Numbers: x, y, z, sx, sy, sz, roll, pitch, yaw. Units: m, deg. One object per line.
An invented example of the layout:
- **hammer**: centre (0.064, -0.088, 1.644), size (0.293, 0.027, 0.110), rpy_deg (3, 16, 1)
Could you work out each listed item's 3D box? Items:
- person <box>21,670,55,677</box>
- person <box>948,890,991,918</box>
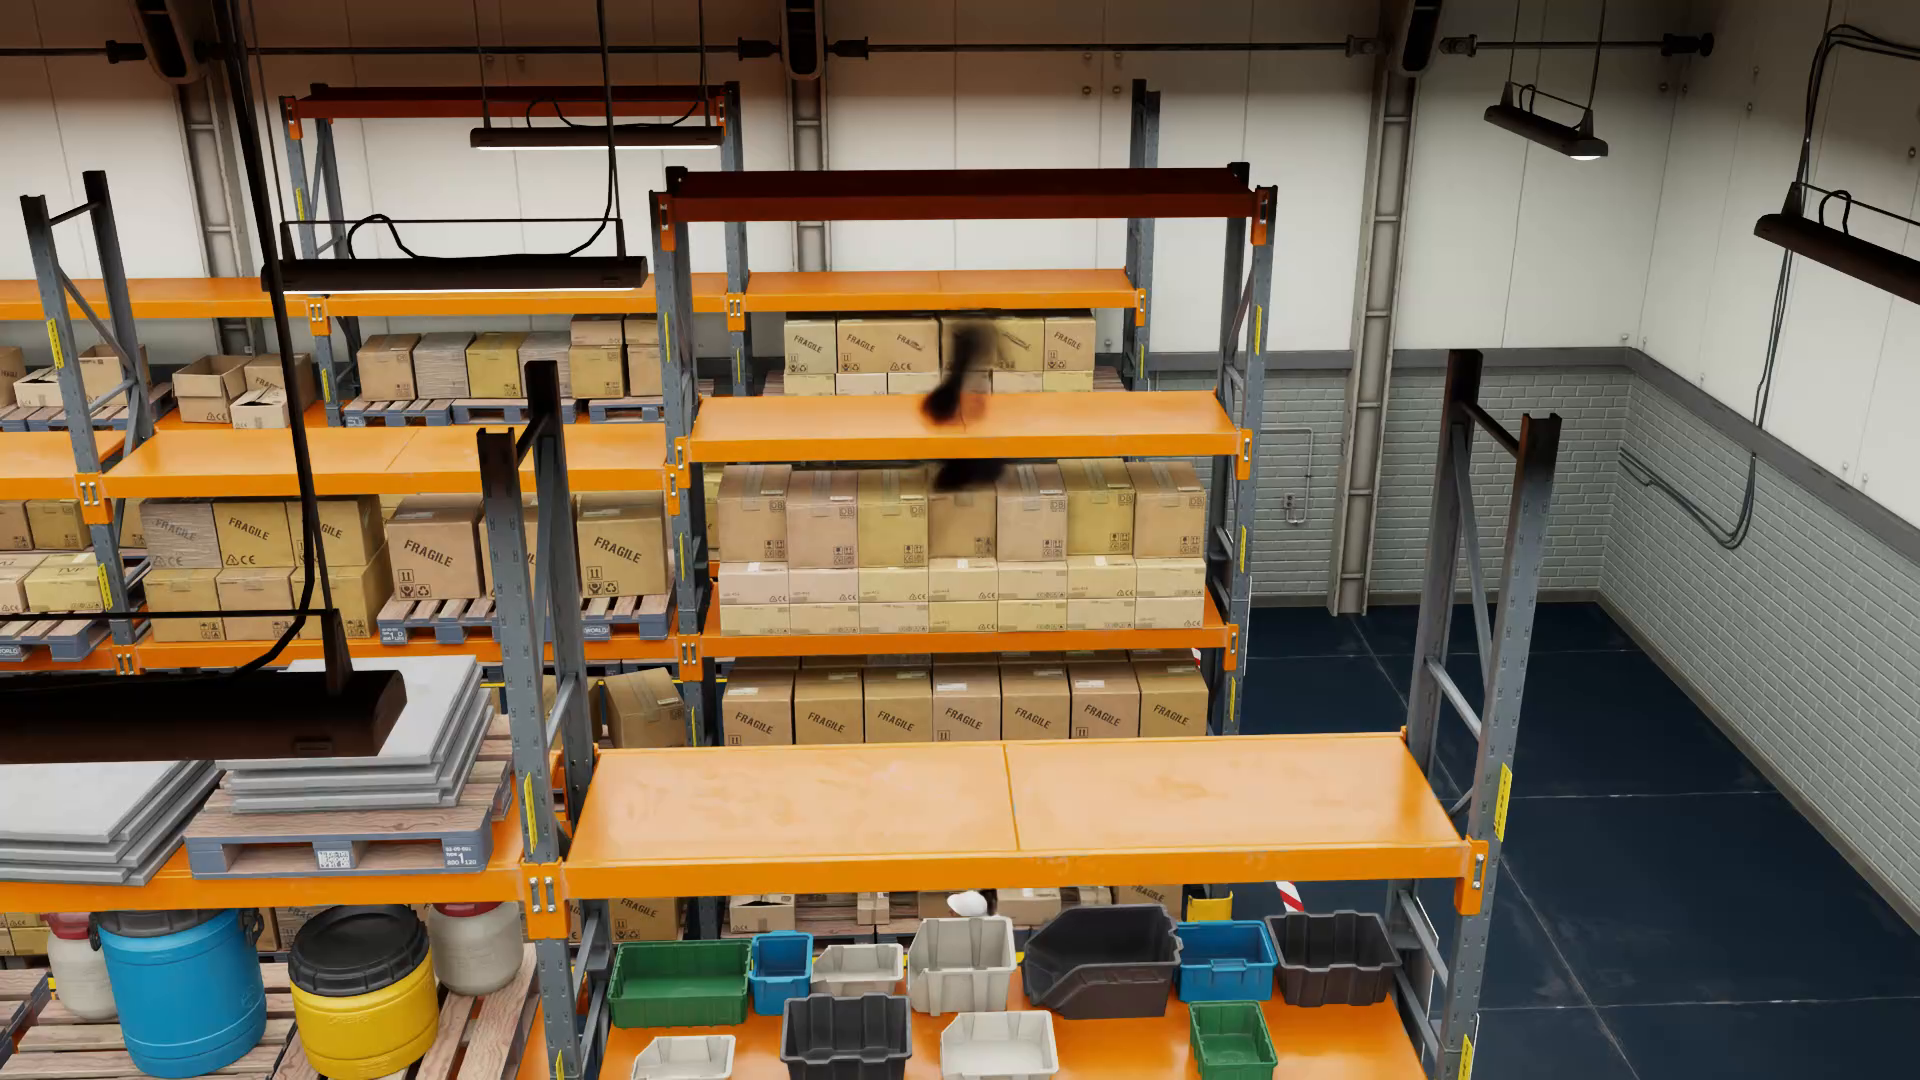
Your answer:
- **person**: centre (-7.754, 1.764, 14.610), size (0.801, 1.652, 0.586), rpy_deg (-4, 22, -9)
- **person**: centre (0.181, 3.139, 11.111), size (0.768, 1.787, 0.681), rpy_deg (2, 22, 4)
